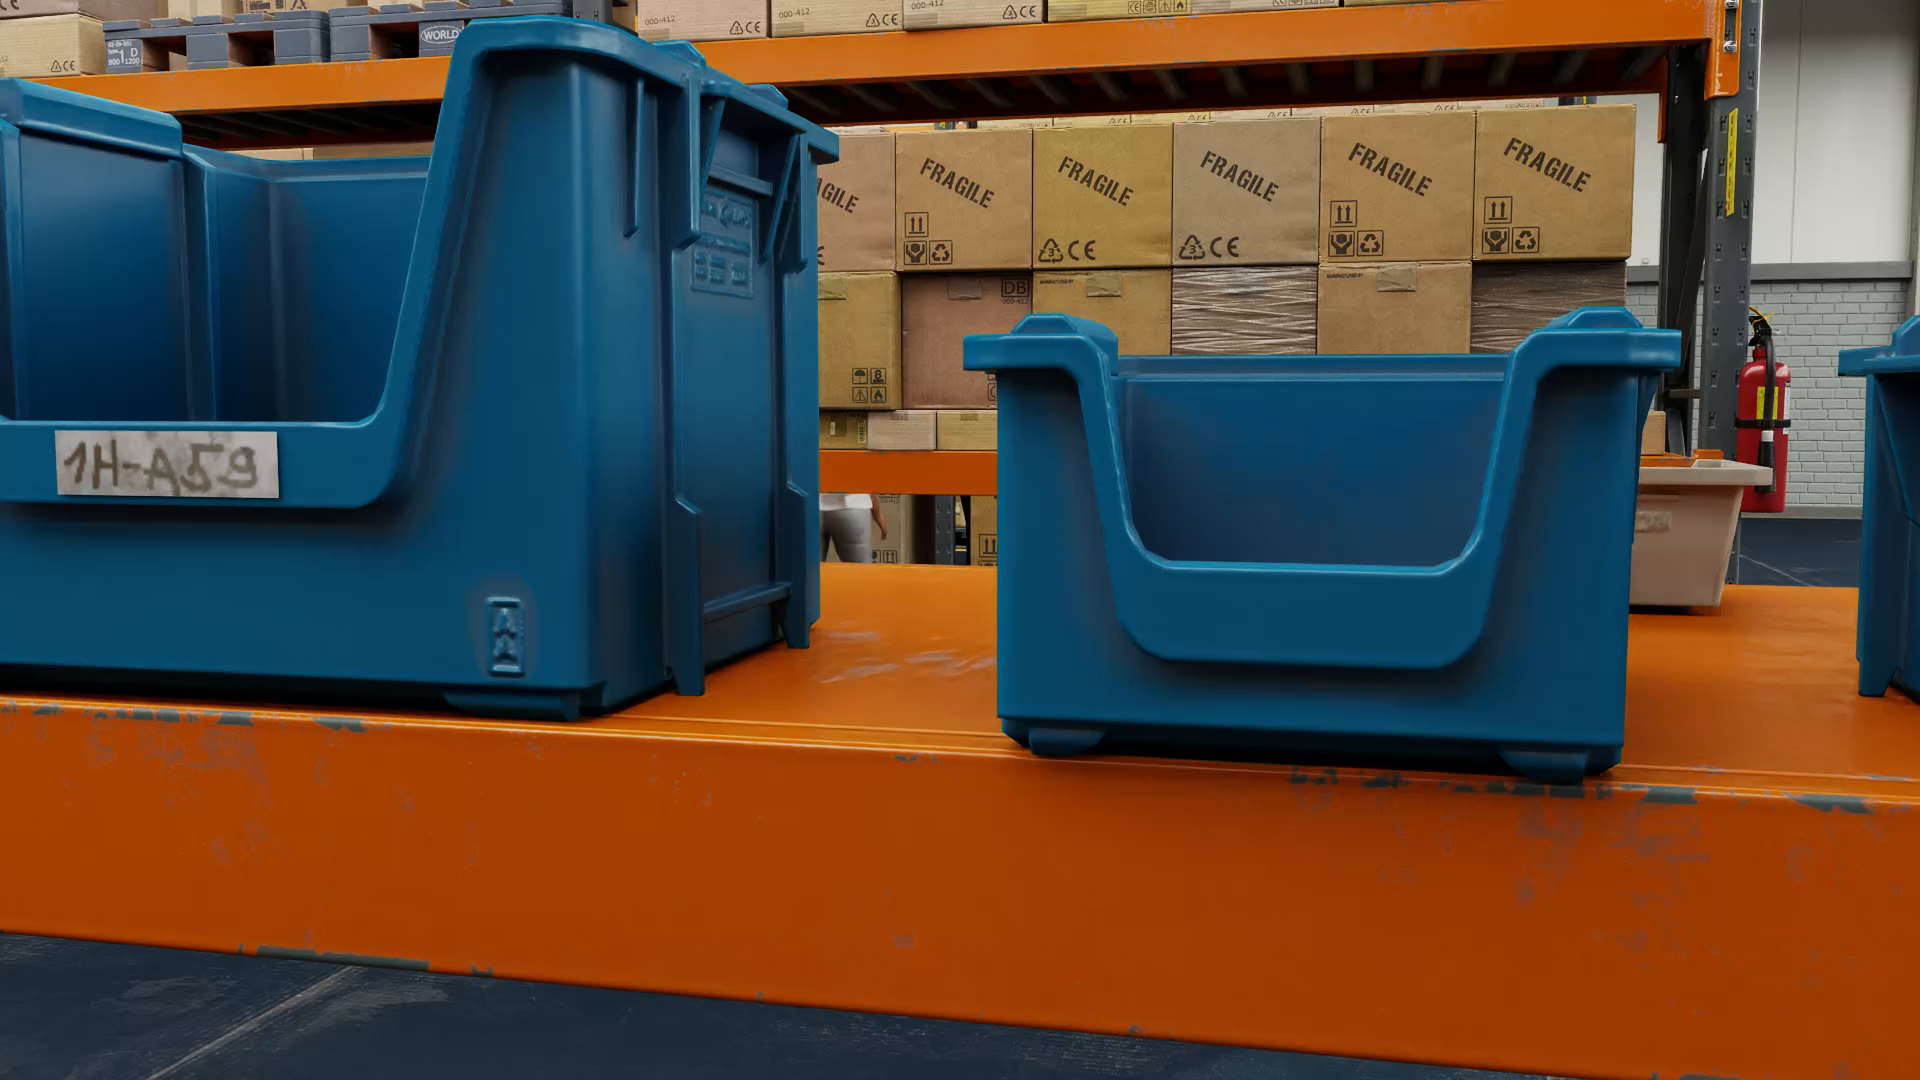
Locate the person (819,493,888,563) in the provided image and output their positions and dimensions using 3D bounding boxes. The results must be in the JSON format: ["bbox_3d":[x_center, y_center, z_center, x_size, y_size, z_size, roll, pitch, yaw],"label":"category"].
[{"bbox_3d":[-0.659,-0.109,8.802,0.556,1.668,0.537,1,5,14],"label":"person"}]
